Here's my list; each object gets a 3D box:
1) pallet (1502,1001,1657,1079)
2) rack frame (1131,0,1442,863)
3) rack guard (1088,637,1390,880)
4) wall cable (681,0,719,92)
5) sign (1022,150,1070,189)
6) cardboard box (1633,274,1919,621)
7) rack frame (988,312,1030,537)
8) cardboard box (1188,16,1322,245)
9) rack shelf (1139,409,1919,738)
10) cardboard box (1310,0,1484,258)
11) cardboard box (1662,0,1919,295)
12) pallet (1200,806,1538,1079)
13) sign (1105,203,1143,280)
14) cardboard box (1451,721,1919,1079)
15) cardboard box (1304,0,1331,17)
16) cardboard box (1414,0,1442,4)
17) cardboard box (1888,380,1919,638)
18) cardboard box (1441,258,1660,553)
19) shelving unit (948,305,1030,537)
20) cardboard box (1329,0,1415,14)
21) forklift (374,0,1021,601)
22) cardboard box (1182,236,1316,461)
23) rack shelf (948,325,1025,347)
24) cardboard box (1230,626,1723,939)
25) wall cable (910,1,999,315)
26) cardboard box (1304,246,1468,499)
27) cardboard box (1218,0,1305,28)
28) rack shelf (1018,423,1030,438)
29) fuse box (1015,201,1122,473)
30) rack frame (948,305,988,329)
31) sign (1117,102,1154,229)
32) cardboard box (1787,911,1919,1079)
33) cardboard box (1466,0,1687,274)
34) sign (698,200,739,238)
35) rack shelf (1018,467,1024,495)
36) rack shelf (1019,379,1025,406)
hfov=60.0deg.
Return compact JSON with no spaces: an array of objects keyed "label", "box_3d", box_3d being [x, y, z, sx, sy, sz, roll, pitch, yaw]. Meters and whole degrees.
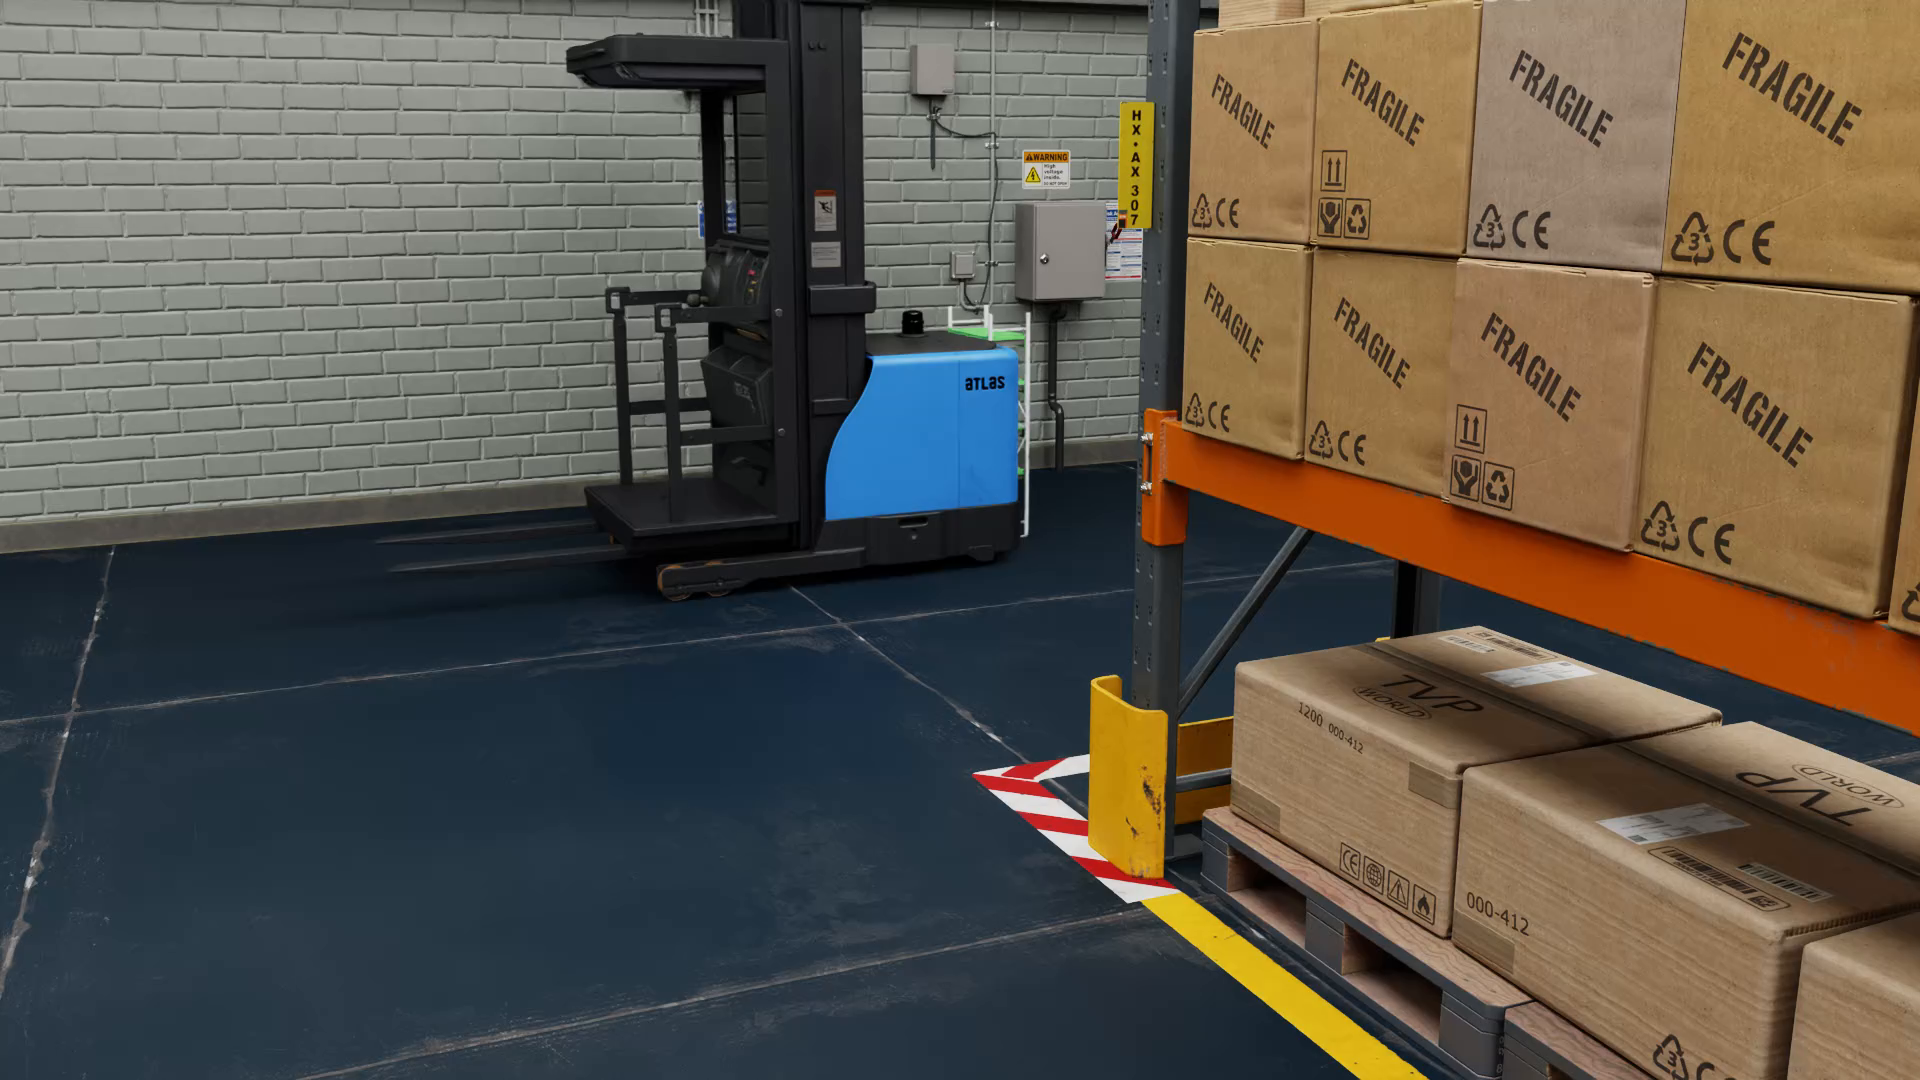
[{"label":"pallet","box_3d":[1.852,1.191,3.255,1.003,0.211,1.213,-6,14,-23]},{"label":"rack frame","box_3d":[0.975,-0.577,4.711,1.000,3.000,0.127,-6,14,-23]},{"label":"rack guard","box_3d":[0.966,0.636,5.015,1.175,0.500,0.348,-6,14,-23]},{"label":"wall cable","box_3d":[-1.305,-2.250,9.618,0.585,1.953,0.123,-6,14,-23]},{"label":"sign","box_3d":[0.545,-2.340,10.495,0.339,0.242,0.001,-6,14,-23]},{"label":"cardboard box","box_3d":[1.536,-0.190,2.817,0.500,0.500,0.500,-5,14,-21]},{"label":"rack frame","box_3d":[0.256,-0.593,8.770,0.240,1.200,0.015,-6,14,-25]},{"label":"cardboard box","box_3d":[0.907,-0.988,4.048,0.500,0.500,0.500,-6,14,-24]},{"label":"rack shelf","box_3d":[1.777,0.187,3.007,1.077,0.370,4.000,-6,14,-23]},{"label":"cardboard box","box_3d":[1.120,-0.882,3.589,0.500,0.500,0.500,-6,14,-24]},{"label":"cardboard box","box_3d":[1.534,-0.673,2.688,0.500,0.500,0.500,-6,14,-23]},{"label":"pallet","box_3d":[1.367,0.940,4.342,1.003,0.211,1.213,-6,14,-23]},{"label":"sign","box_3d":[1.048,-1.941,10.814,0.329,0.494,0.001,-6,14,-23]},{"label":"cardboard box","box_3d":[1.706,0.782,3.589,0.875,0.438,0.875,-5,14,-21]},{"label":"cardboard box","box_3d":[1.034,-1.283,3.883,0.380,0.149,0.250,-5,14,-22]},{"label":"cardboard box","box_3d":[1.155,-1.166,3.378,0.380,0.149,0.250,-6,14,-25]},{"label":"cardboard box","box_3d":[1.732,-0.081,2.344,0.500,0.500,0.500,-6,14,-24]},{"label":"cardboard box","box_3d":[1.320,-0.292,3.258,0.500,0.500,0.500,-6,14,-23]},{"label":"shelving unit","box_3d":[0.150,-0.642,8.984,0.258,1.200,0.503,-6,14,-25]},{"label":"cardboard box","box_3d":[1.033,-1.219,3.606,0.380,0.149,0.250,-5,14,-21]},{"label":"forklift","box_3d":[-1.258,-1.282,7.908,3.031,2.935,1.130,-6,14,-24]},{"label":"cardboard box","box_3d":[0.905,-0.501,4.159,0.500,0.500,0.500,-6,14,-23]},{"label":"rack shelf","box_3d":[0.150,-1.048,8.891,0.258,0.148,0.480,-6,14,-25]},{"label":"cardboard box","box_3d":[1.331,0.594,4.403,0.875,0.438,0.875,-6,14,-25]},{"label":"wall cable","box_3d":[-0.010,-2.365,10.185,0.588,1.984,0.122,-6,14,-23]},{"label":"cardboard box","box_3d":[1.133,-0.399,3.719,0.500,0.500,0.500,-6,14,-24]},{"label":"cardboard box","box_3d":[0.864,-1.331,4.089,0.380,0.149,0.250,-5,14,-22]},{"label":"rack shelf","box_3d":[0.150,-0.580,8.999,0.258,0.148,0.480,-6,14,-25]},{"label":"fuse box","box_3d":[0.678,-1.272,10.570,0.539,1.711,0.414,-6,14,-23]},{"label":"rack frame","box_3d":[0.045,-0.692,9.199,0.240,1.200,0.015,-6,14,-25]},{"label":"sign","box_3d":[0.465,-0.989,4.393,0.100,0.325,0.005,-6,14,-23]},{"label":"cardboard box","box_3d":[2.065,0.969,2.783,0.875,0.438,0.875,-6,14,-25]},{"label":"cardboard box","box_3d":[1.333,-0.776,3.133,0.500,0.500,0.500,-6,14,-23]},{"label":"sign","box_3d":[-1.373,-1.880,9.741,0.327,0.218,0.001,-6,14,-23]},{"label":"rack shelf","box_3d":[0.150,-0.346,9.053,0.258,0.148,0.480,-6,14,-25]},{"label":"rack shelf","box_3d":[0.150,-0.814,8.945,0.258,0.148,0.480,-6,14,-25]}]
